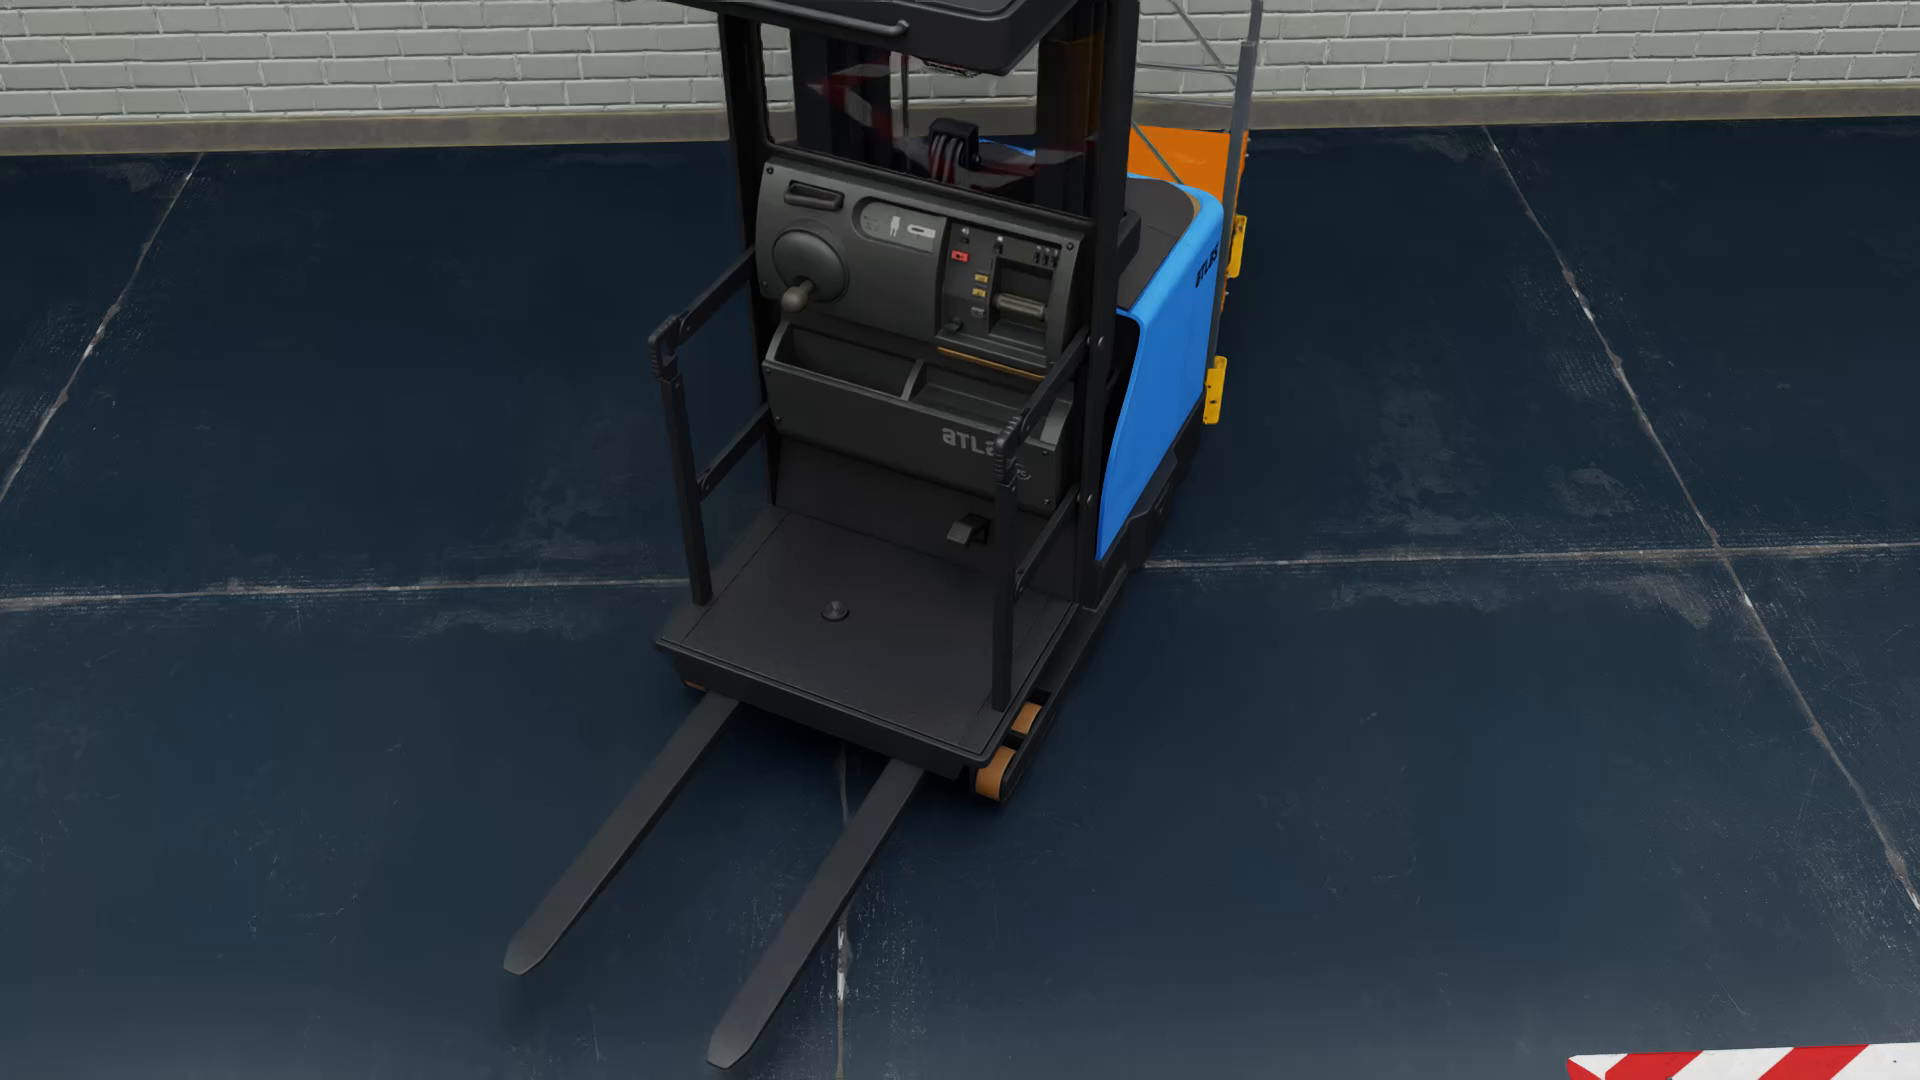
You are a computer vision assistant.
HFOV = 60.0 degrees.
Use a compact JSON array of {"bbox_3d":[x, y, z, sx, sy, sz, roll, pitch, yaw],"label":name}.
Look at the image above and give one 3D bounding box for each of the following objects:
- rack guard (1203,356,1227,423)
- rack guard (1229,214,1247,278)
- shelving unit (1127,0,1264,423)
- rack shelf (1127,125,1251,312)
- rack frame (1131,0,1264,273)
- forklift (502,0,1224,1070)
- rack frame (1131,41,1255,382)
[{"bbox_3d":[0.687,-0.593,6.212,0.587,0.250,0.087,8,43,8],"label":"rack guard"},{"bbox_3d":[0.884,-1.252,6.931,0.587,0.250,0.087,8,43,8],"label":"rack guard"},{"bbox_3d":[0.785,-1.383,6.149,0.587,1.500,1.083,8,43,8],"label":"shelving unit"},{"bbox_3d":[0.784,-1.245,6.264,0.538,0.185,1.000,8,43,8],"label":"rack shelf"},{"bbox_3d":[0.884,-1.714,6.510,0.500,1.500,0.032,8,43,8],"label":"rack frame"},{"bbox_3d":[-0.217,-0.654,4.295,1.130,2.935,3.031,18,45,18],"label":"forklift"},{"bbox_3d":[0.683,-1.041,5.775,0.500,1.500,0.032,8,43,8],"label":"rack frame"}]
